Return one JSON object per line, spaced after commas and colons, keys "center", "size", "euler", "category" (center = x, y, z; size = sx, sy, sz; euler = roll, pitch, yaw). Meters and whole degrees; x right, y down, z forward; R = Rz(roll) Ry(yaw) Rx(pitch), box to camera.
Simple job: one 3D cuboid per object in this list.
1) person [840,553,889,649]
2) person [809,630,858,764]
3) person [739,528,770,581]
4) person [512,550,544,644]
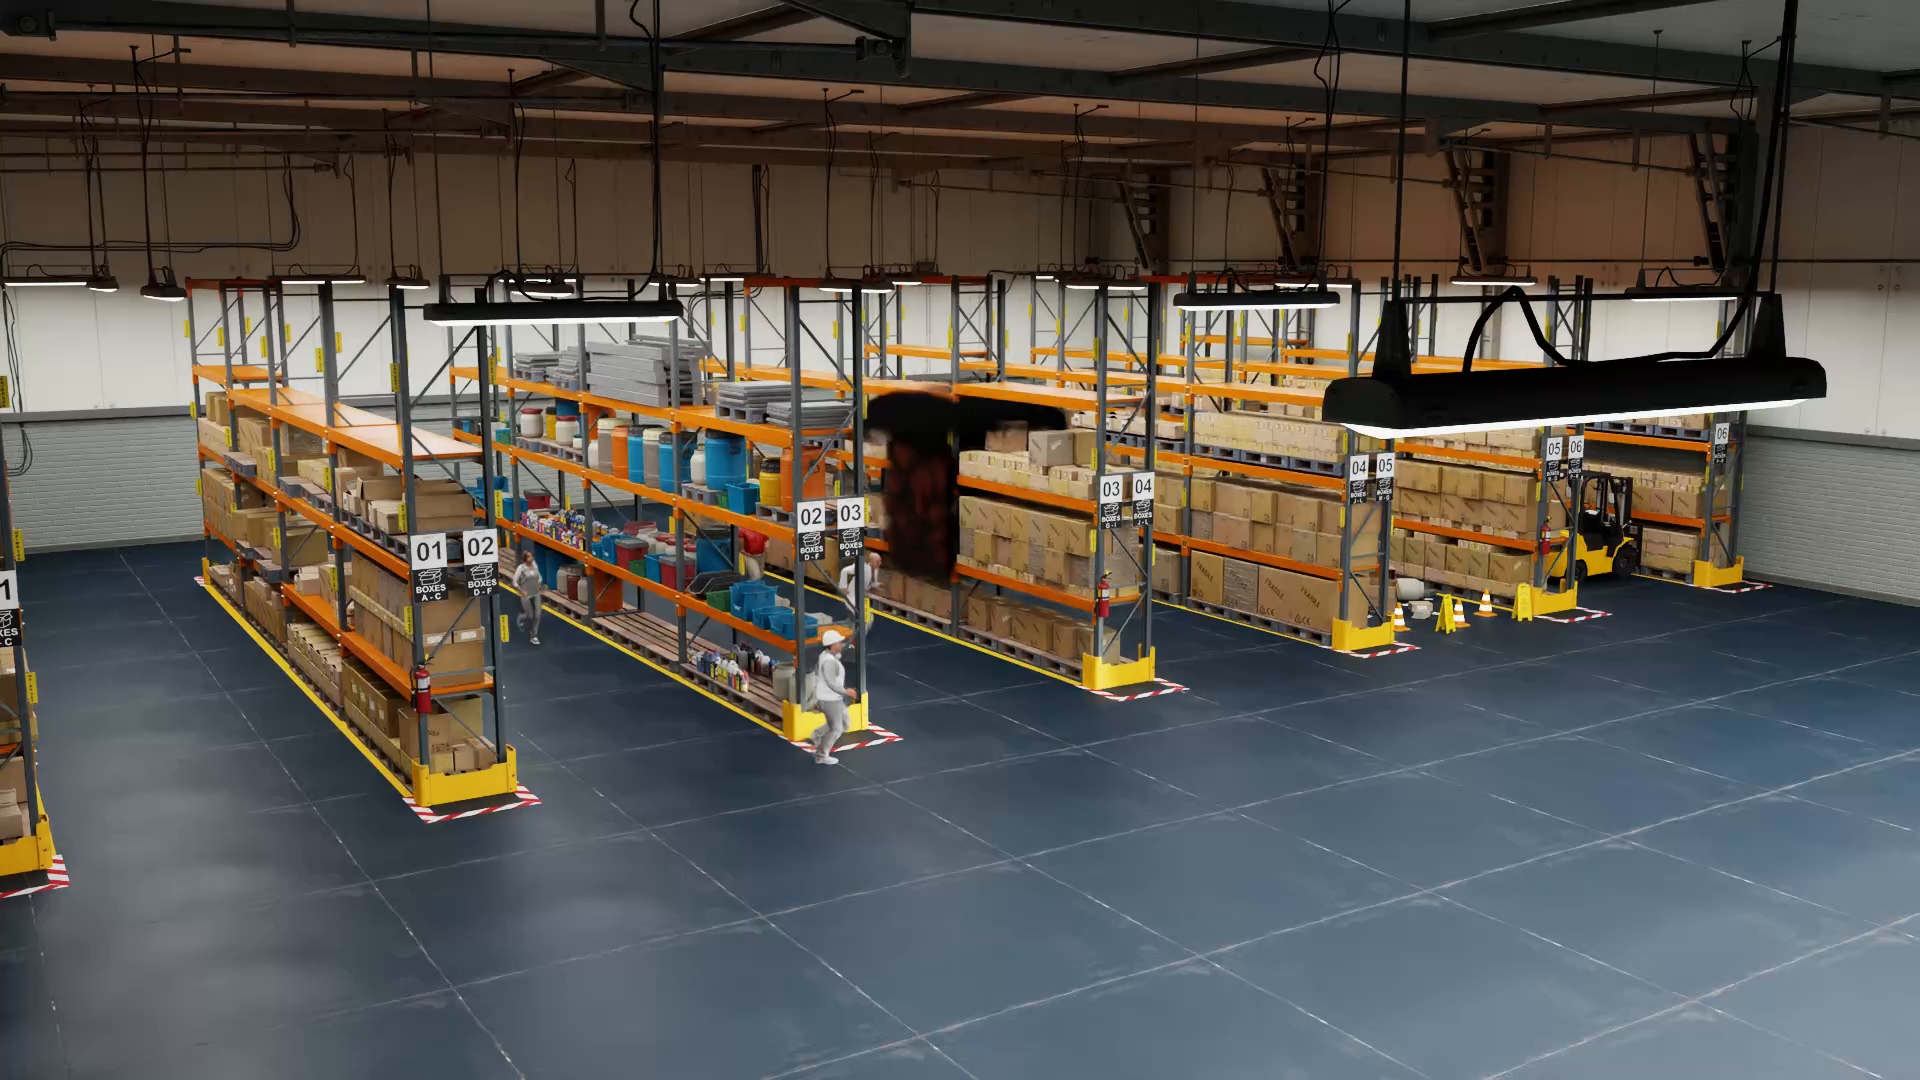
{"center": [-1.623, 1.010, 26.180], "size": [1.039, 1.672, 0.754], "euler": [5, 11, 26], "category": "person"}
{"center": [-1.608, 1.981, 21.067], "size": [0.612, 1.720, 0.647], "euler": [-1, 10, -7], "category": "person"}
{"center": [-3.681, 0.390, 29.796], "size": [0.648, 1.751, 0.737], "euler": [-9, 13, -42], "category": "person"}
{"center": [-7.212, 0.940, 27.798], "size": [0.546, 1.565, 0.632], "euler": [-8, 12, -39], "category": "person"}
